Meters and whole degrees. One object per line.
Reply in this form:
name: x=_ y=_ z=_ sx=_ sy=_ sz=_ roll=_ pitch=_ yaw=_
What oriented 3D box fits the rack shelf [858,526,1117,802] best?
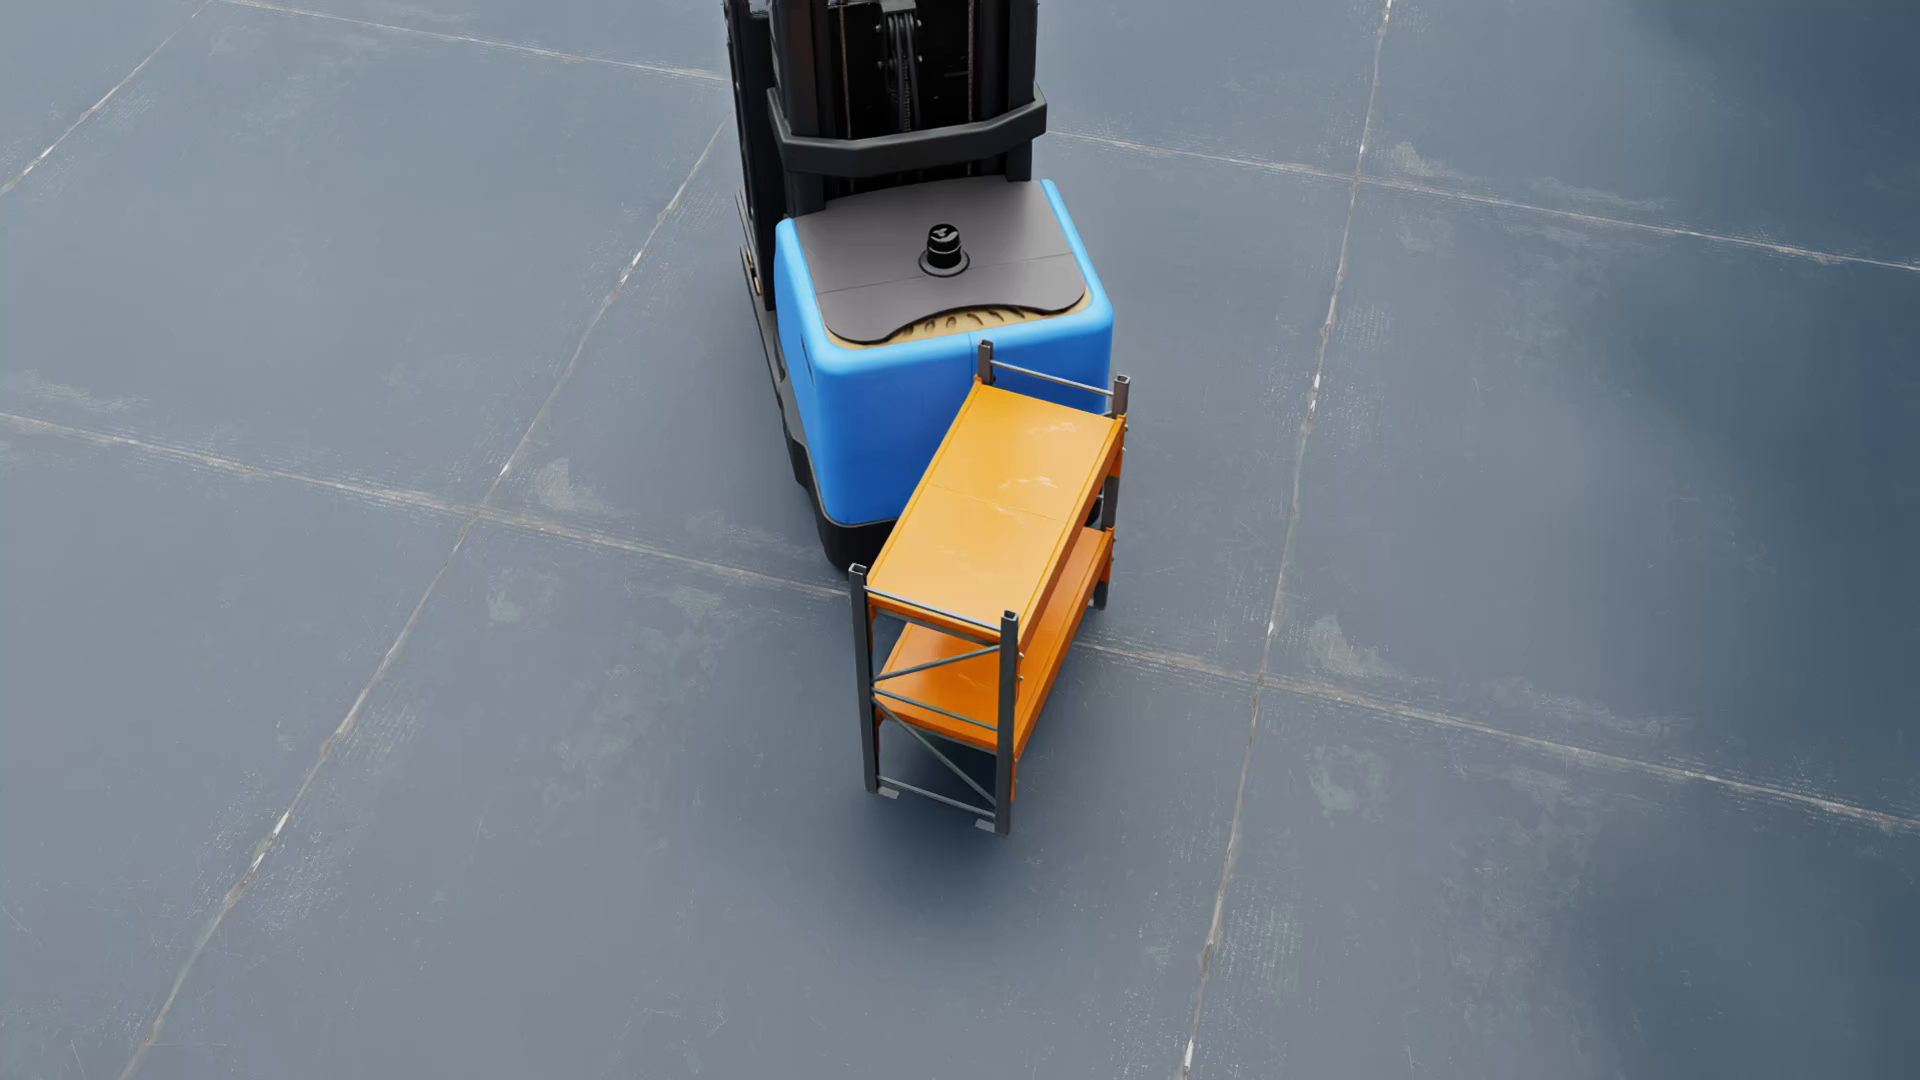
rack shelf: x=0.109 y=0.322 z=5.541 sx=0.538 sy=0.278 sz=1.000 roll=16 pitch=51 yaw=14

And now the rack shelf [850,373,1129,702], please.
rack shelf: x=0.109 y=-0.033 z=5.139 sx=0.538 sy=0.278 sz=1.000 roll=16 pitch=51 yaw=14

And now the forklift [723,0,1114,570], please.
forklift: x=-0.324 y=-1.989 z=6.050 sx=1.130 sy=2.935 sz=3.031 roll=-11 pitch=49 yaw=-9

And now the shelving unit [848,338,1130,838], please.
shelving unit: x=0.109 y=0.161 z=5.358 sx=0.538 sy=1.125 sz=1.048 roll=16 pitch=51 yaw=14

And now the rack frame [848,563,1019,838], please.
rack frame: x=-0.076 y=0.516 z=5.045 sx=0.500 sy=1.125 sz=0.032 roll=16 pitch=51 yaw=14

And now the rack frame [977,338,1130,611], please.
rack frame: x=0.295 y=-0.194 z=5.671 sx=0.500 sy=1.125 sz=0.032 roll=16 pitch=51 yaw=14
